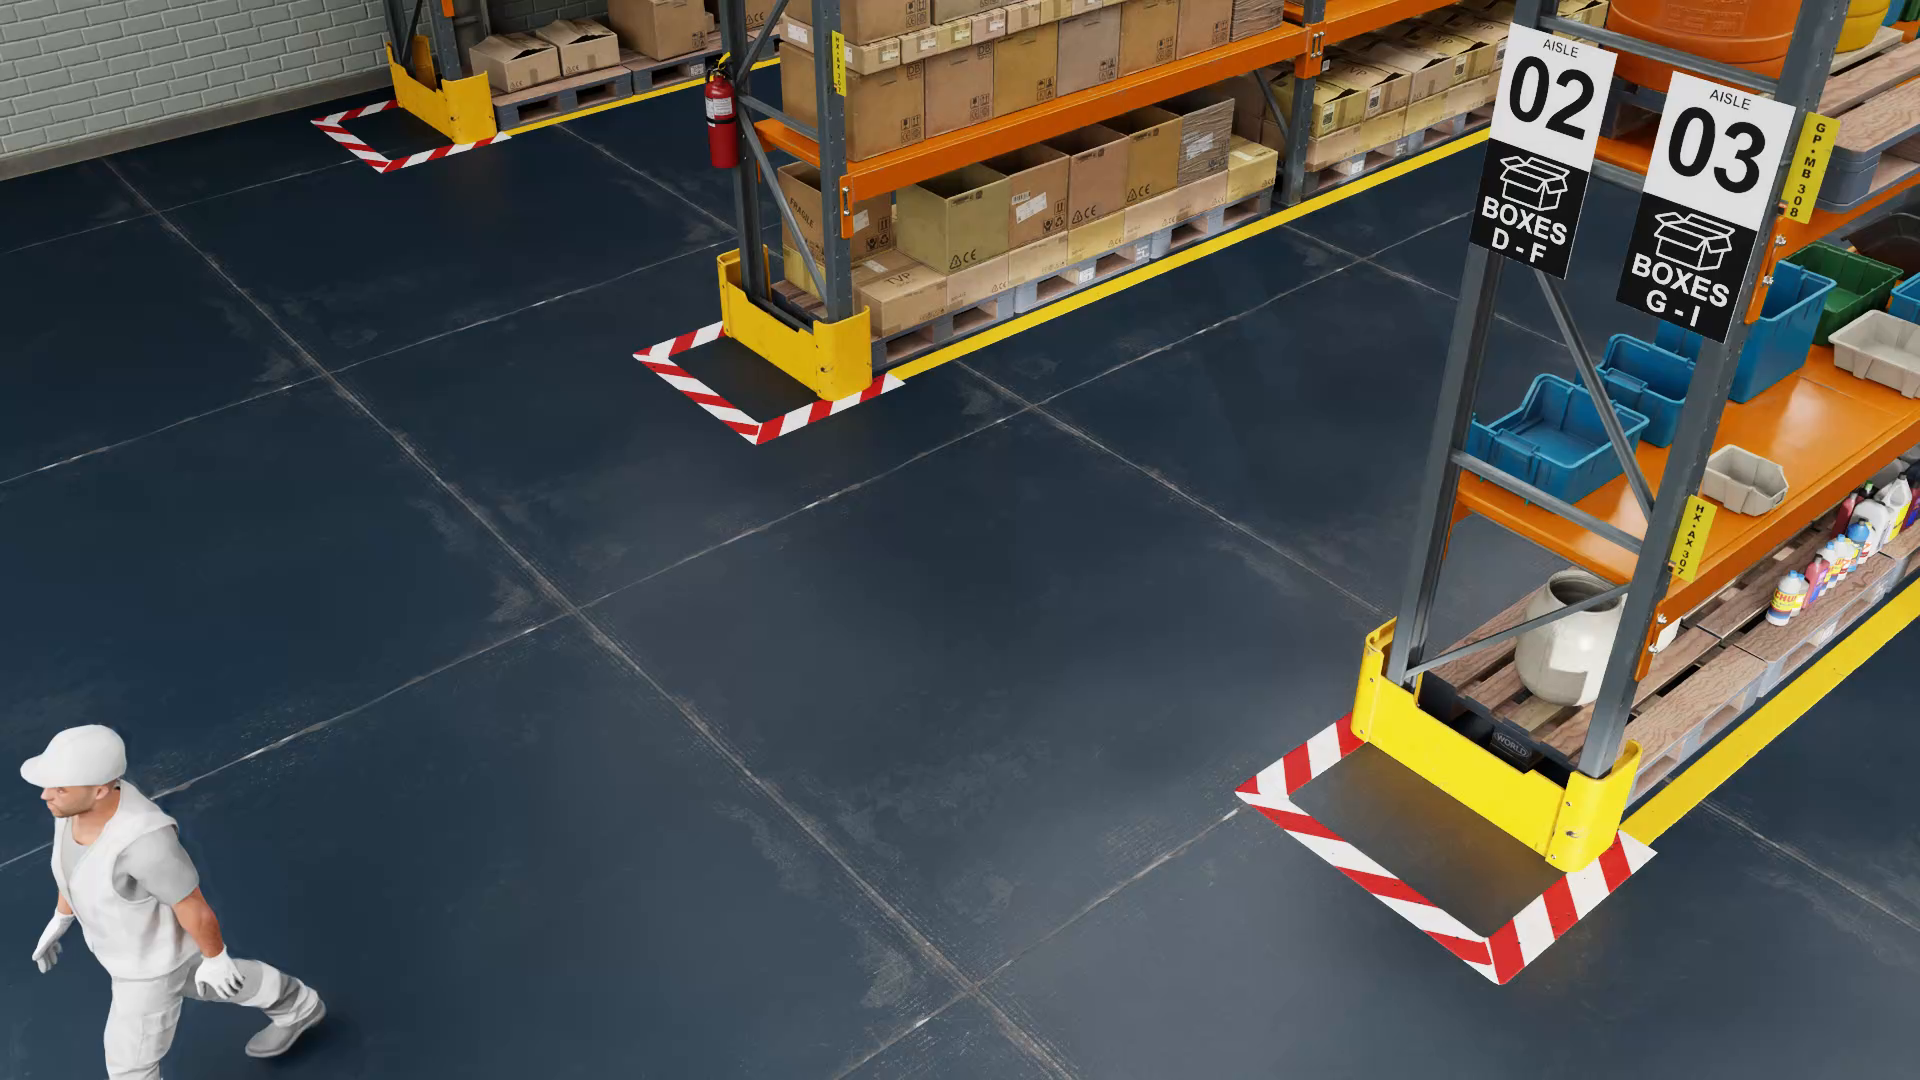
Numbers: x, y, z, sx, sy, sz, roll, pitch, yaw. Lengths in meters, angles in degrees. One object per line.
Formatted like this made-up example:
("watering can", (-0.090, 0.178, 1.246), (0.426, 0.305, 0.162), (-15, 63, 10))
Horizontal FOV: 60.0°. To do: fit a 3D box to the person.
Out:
("person", (-2.628, 1.286, 5.264), (0.553, 1.750, 1.023), (30, 45, 35))
